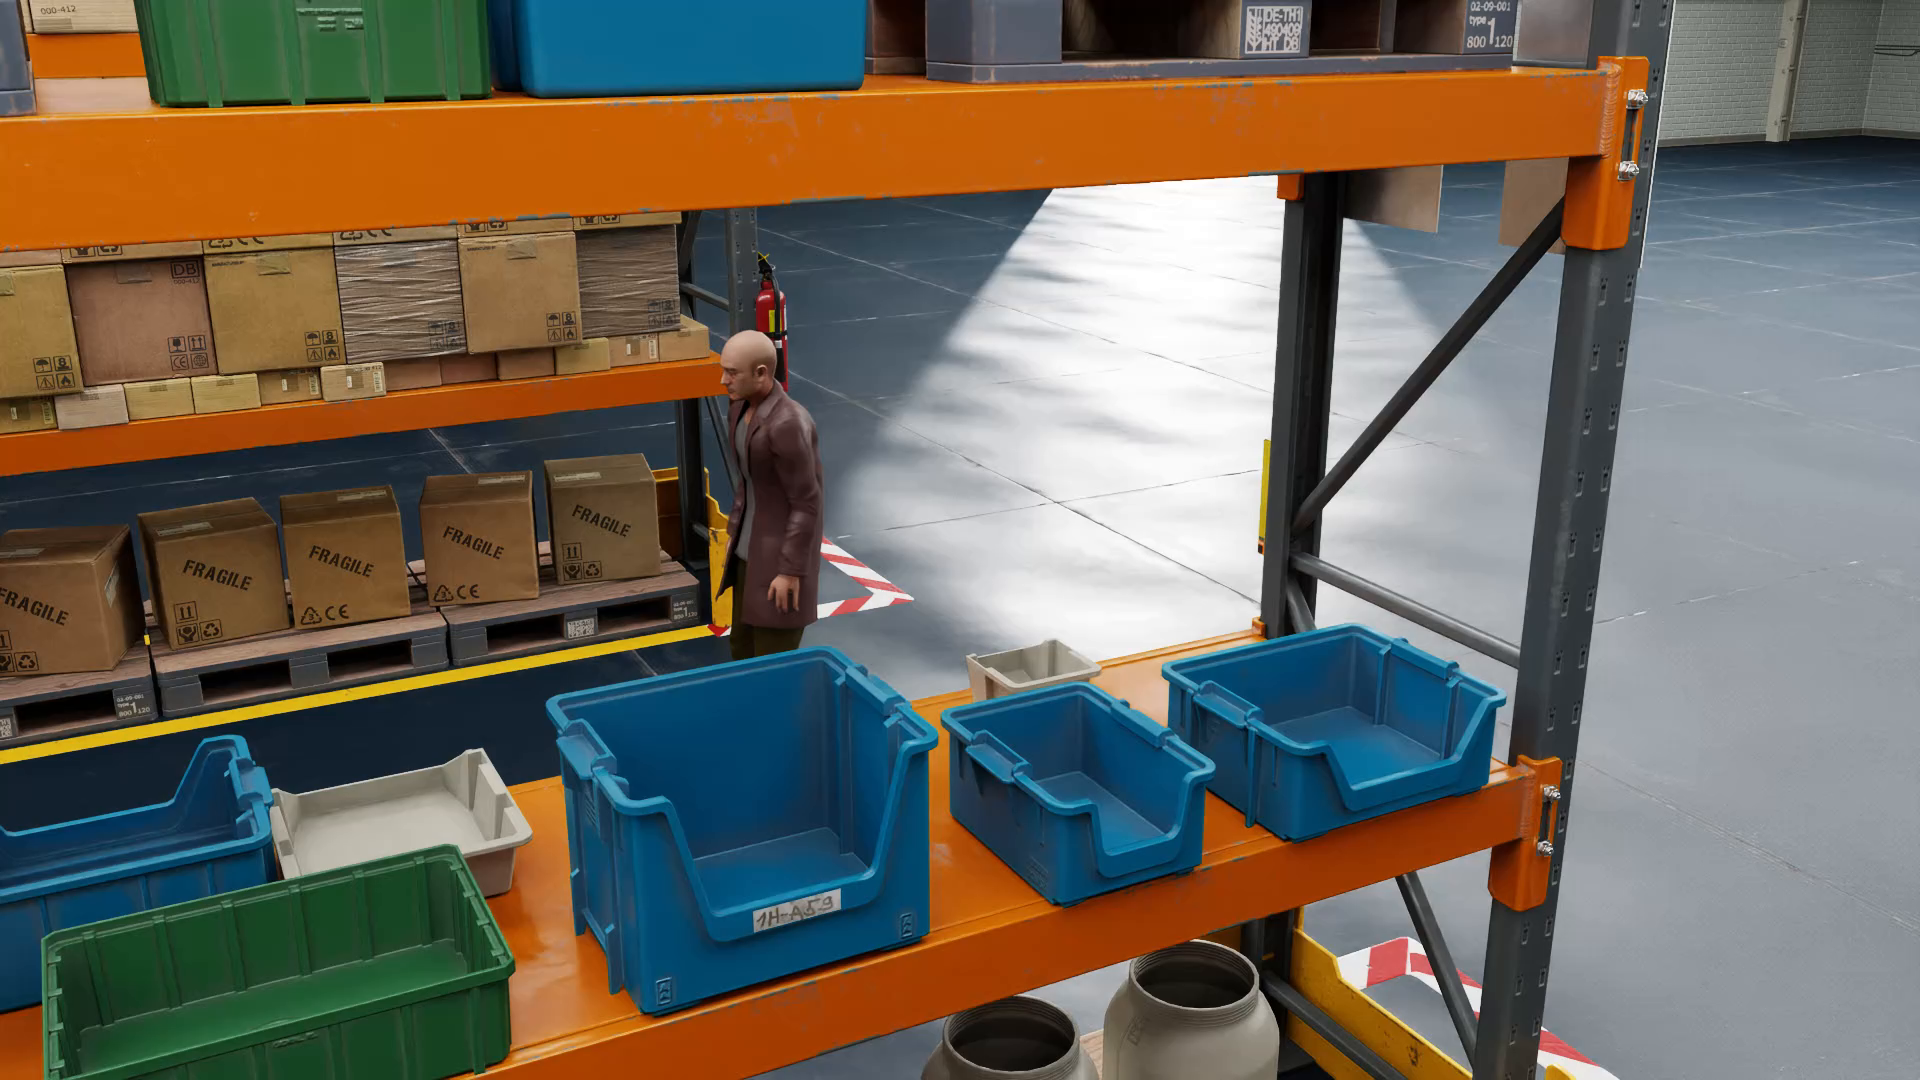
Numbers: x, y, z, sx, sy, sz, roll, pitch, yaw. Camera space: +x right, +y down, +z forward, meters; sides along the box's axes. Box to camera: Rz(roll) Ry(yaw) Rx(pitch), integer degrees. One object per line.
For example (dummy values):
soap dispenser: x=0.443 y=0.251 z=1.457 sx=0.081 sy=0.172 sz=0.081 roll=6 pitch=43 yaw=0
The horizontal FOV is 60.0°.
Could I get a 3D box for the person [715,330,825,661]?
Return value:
person: x=-0.740 y=0.066 z=6.383 sx=0.427 sy=1.773 sz=0.641 roll=-10 pitch=21 yaw=-27
